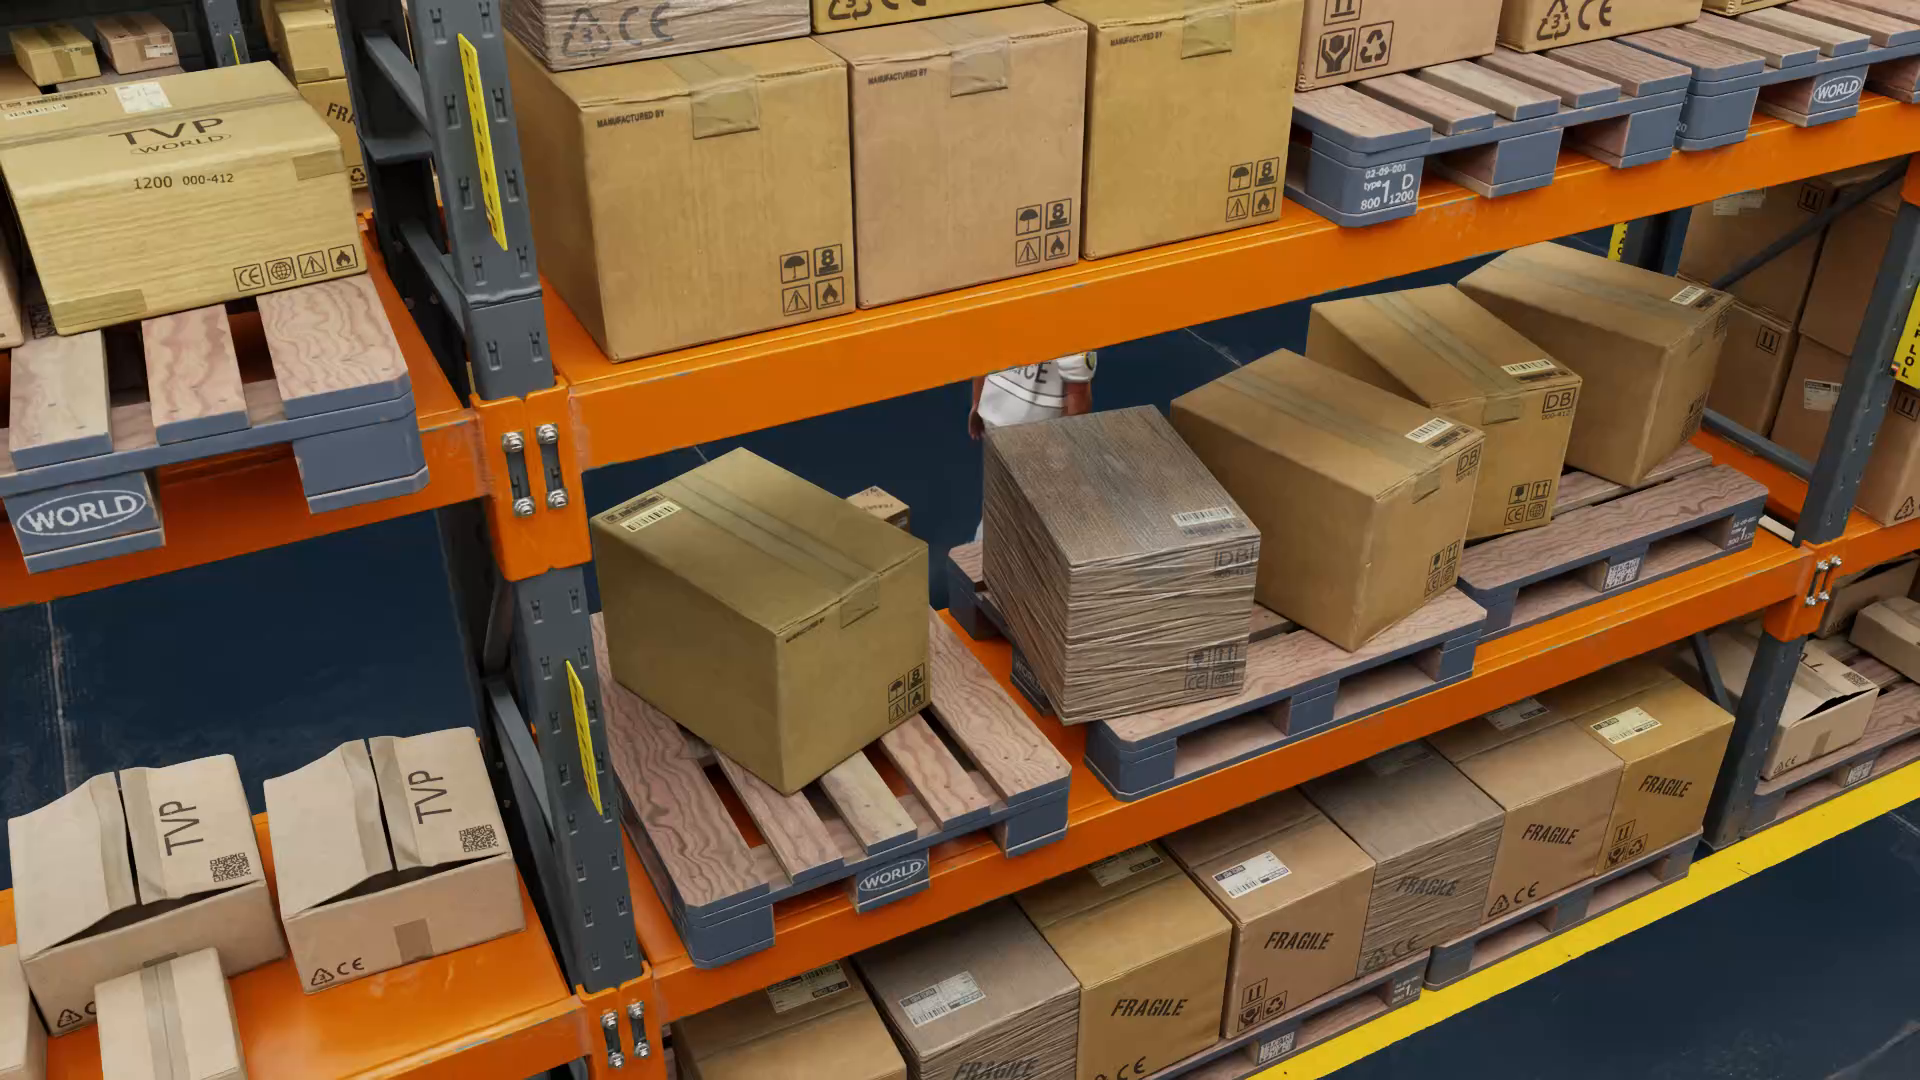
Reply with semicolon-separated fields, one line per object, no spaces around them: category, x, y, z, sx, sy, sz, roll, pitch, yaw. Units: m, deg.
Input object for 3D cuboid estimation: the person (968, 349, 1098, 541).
person;0.295;-0.483;6.850;0.484;1.752;0.591;-26;41;-34
